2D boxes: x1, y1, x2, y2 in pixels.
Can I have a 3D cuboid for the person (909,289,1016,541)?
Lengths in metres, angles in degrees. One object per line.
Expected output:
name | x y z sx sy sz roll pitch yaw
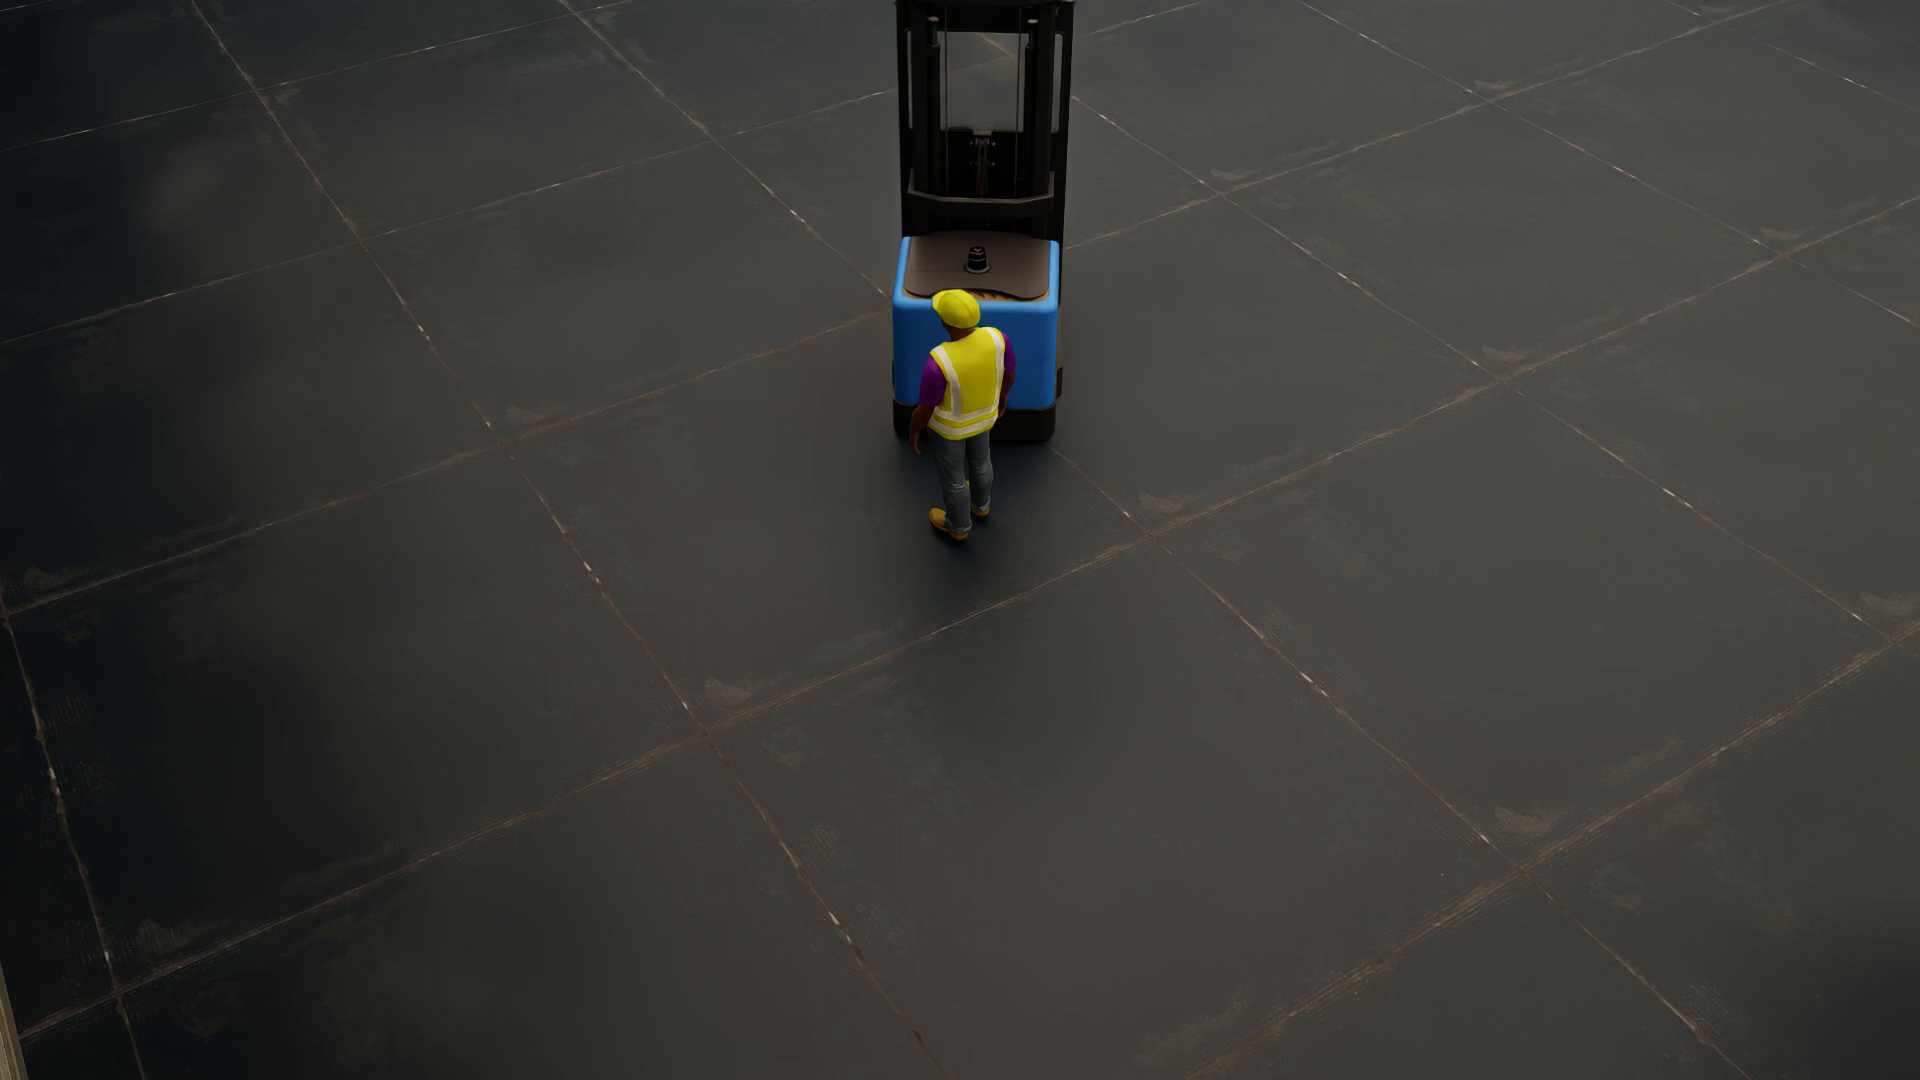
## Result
person | -0.032 -0.741 9.532 0.665 1.765 0.577 -23 46 -24

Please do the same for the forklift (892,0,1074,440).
forklift | 0.167 -2.704 10.966 1.130 2.935 3.031 2 41 2
